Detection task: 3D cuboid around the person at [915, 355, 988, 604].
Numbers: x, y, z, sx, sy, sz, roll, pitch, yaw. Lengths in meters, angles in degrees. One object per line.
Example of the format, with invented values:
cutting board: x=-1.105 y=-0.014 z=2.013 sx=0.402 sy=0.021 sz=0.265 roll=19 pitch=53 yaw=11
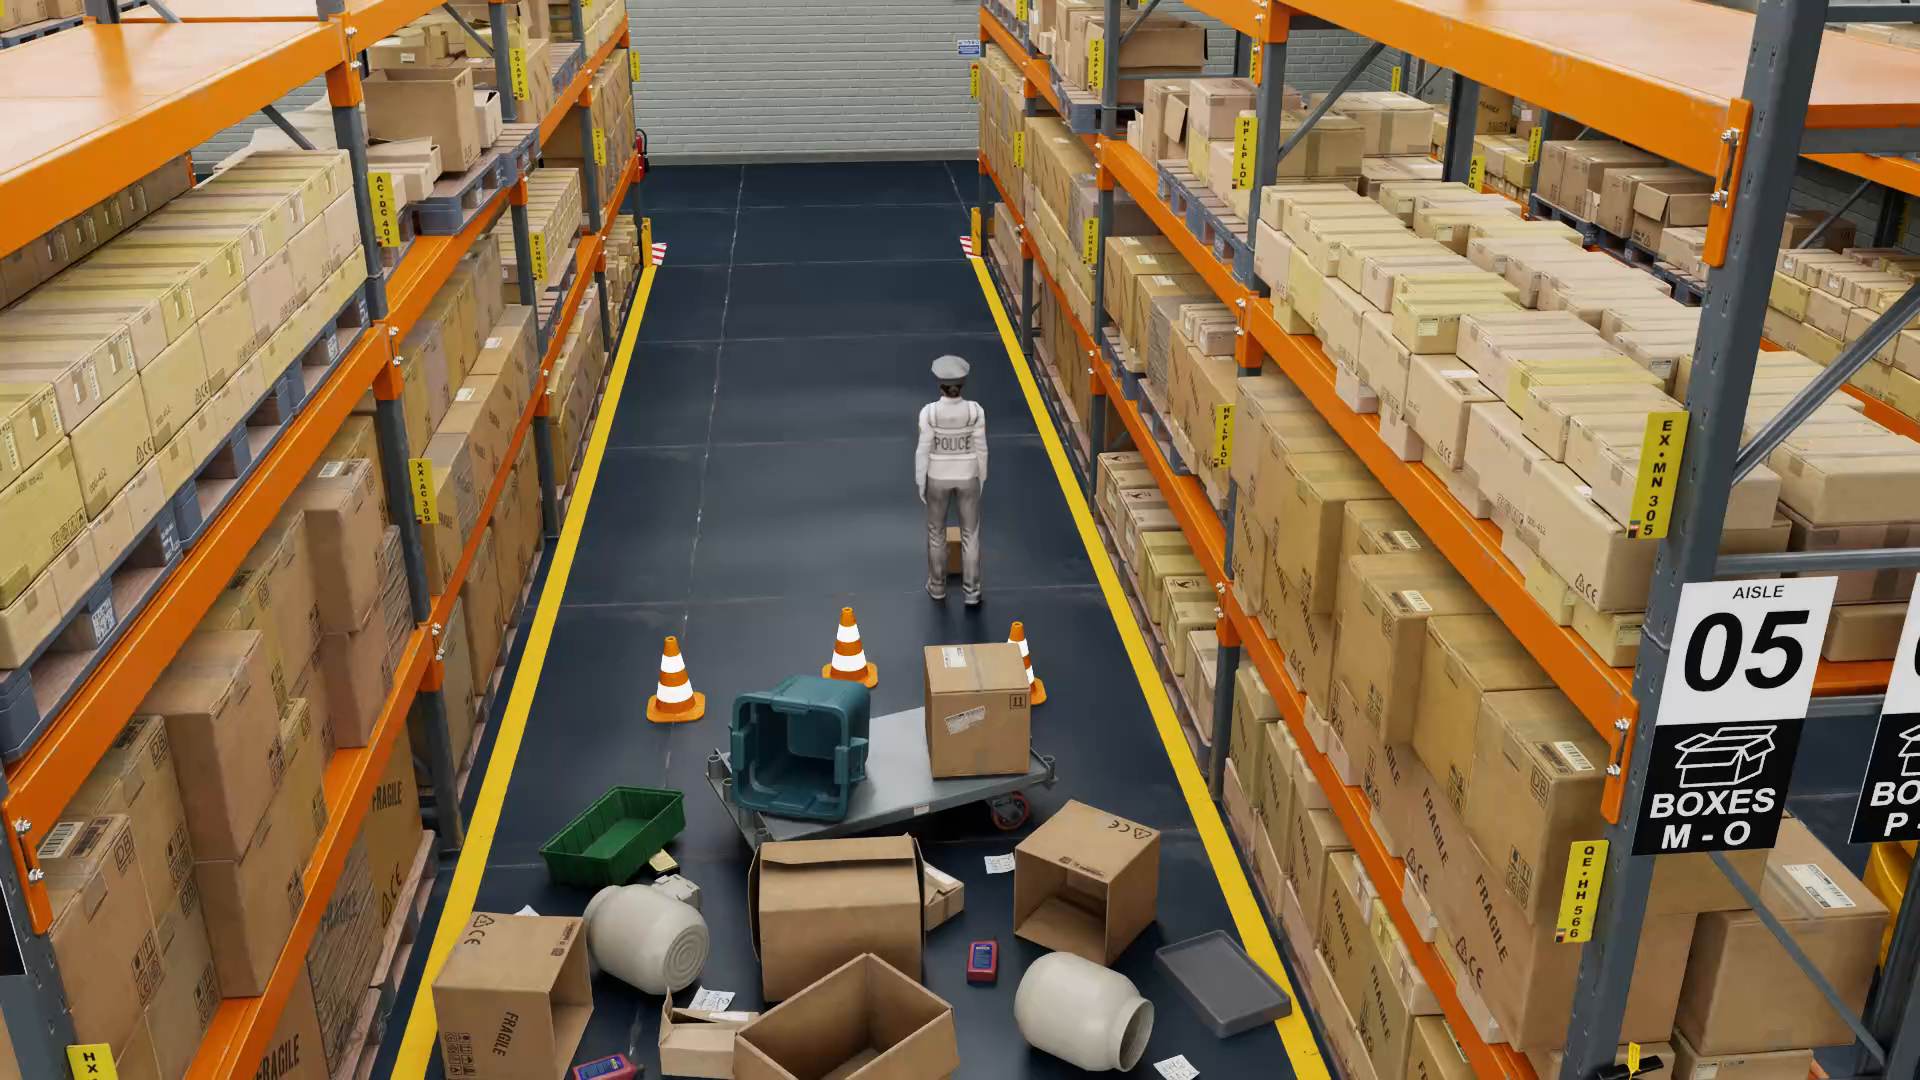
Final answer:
person: x=-0.057 y=-0.379 z=10.951 sx=0.474 sy=1.698 sz=0.431 roll=-2 pitch=24 yaw=-4
